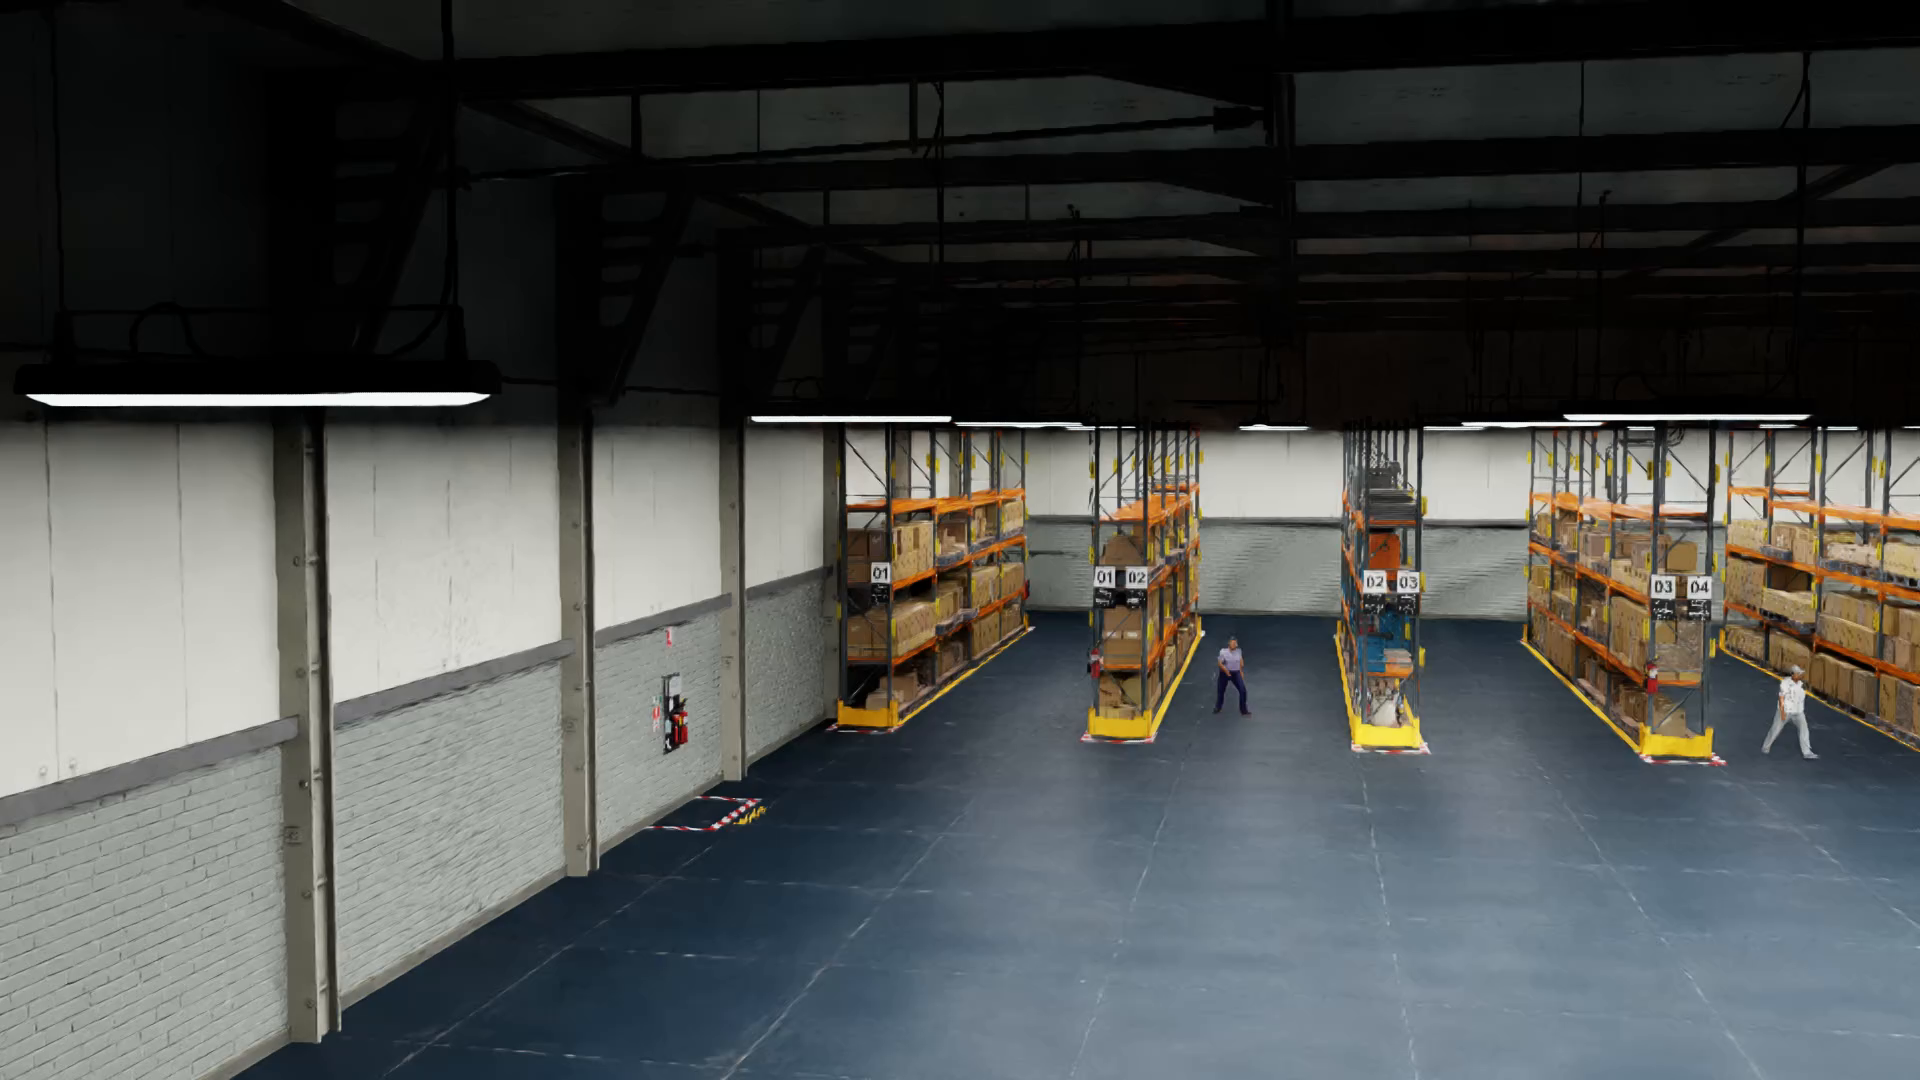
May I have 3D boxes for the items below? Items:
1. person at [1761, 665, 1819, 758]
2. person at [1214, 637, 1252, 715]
[{"bbox_3d":[14.606,2.994,29.289,0.591,1.599,0.917,-1,4,-15],"label":"person"},{"bbox_3d":[5.517,2.748,33.768,0.657,1.561,0.794,0,4,-7],"label":"person"}]
